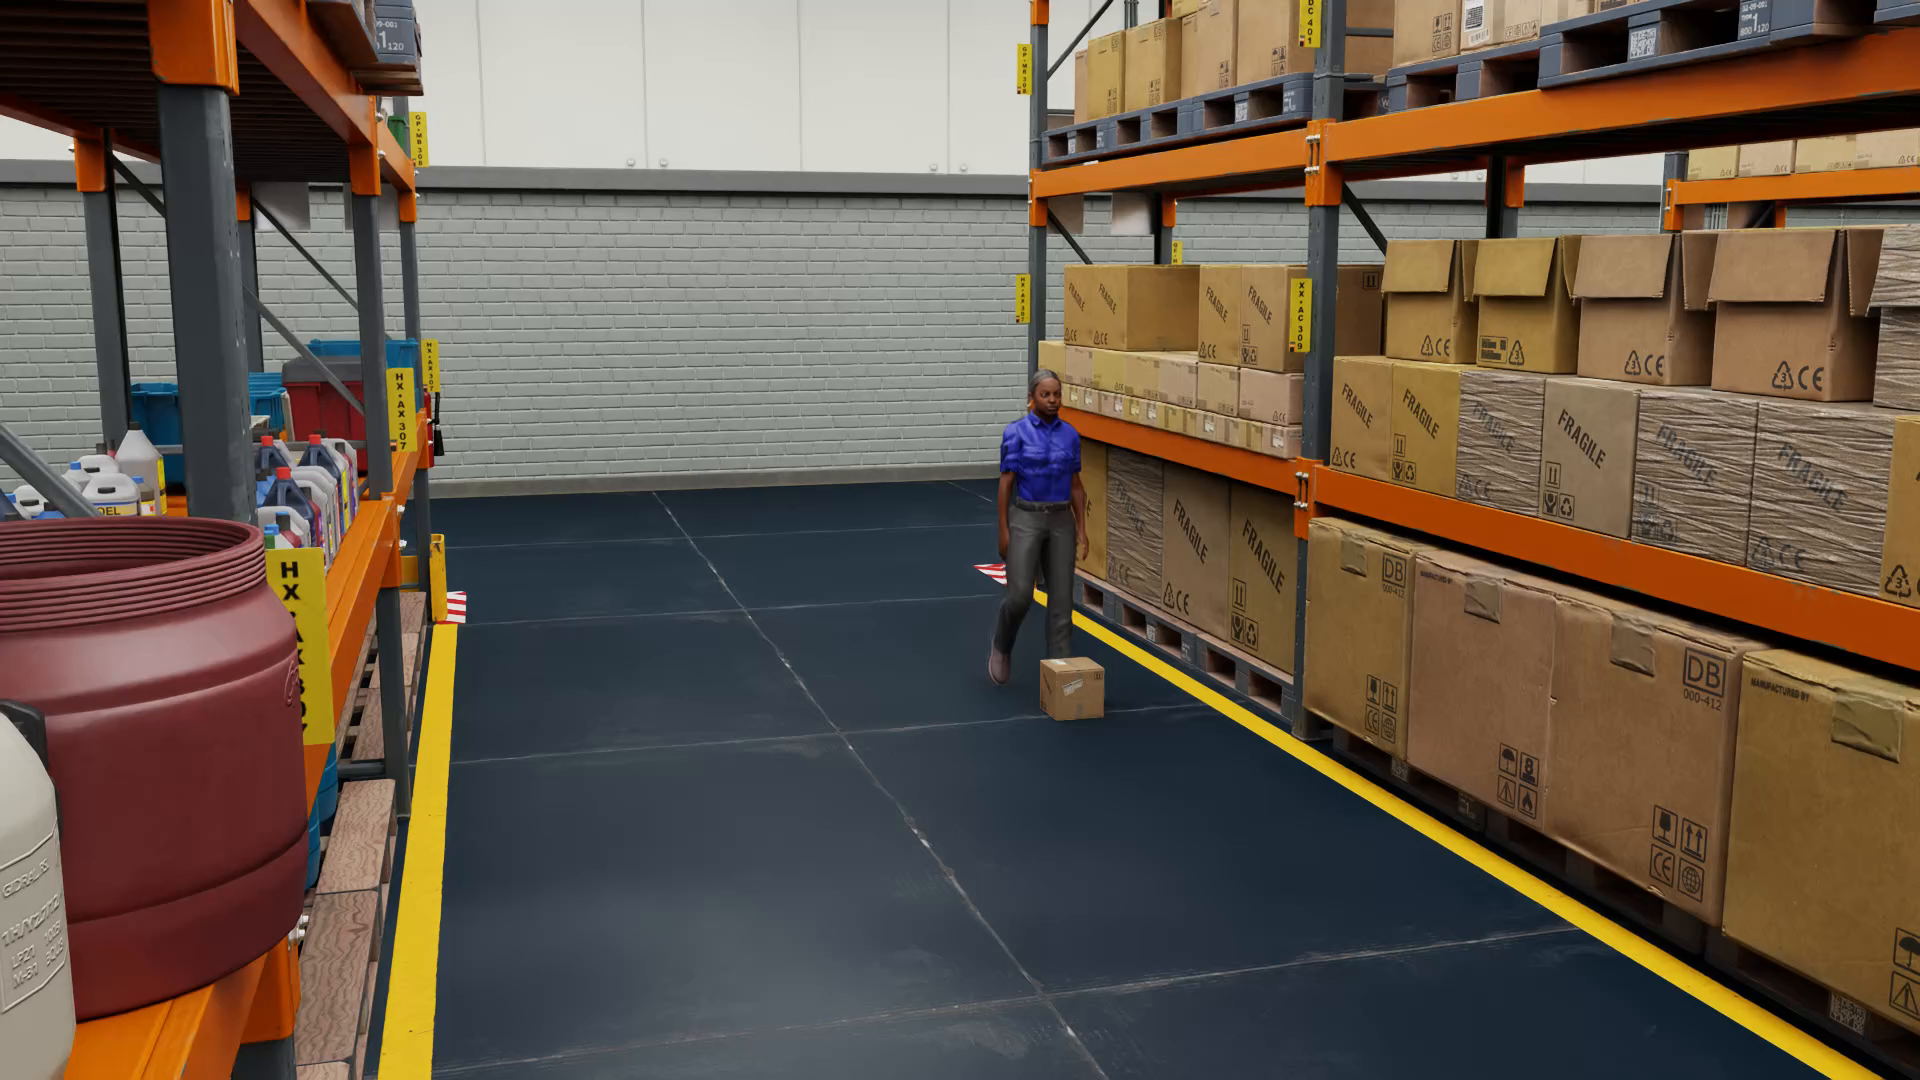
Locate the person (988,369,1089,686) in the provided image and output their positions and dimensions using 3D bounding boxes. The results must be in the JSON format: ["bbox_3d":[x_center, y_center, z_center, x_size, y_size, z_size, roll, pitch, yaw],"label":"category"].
[{"bbox_3d":[0.430,-0.045,8.587,0.496,1.663,0.564,-4,10,-24],"label":"person"}]
